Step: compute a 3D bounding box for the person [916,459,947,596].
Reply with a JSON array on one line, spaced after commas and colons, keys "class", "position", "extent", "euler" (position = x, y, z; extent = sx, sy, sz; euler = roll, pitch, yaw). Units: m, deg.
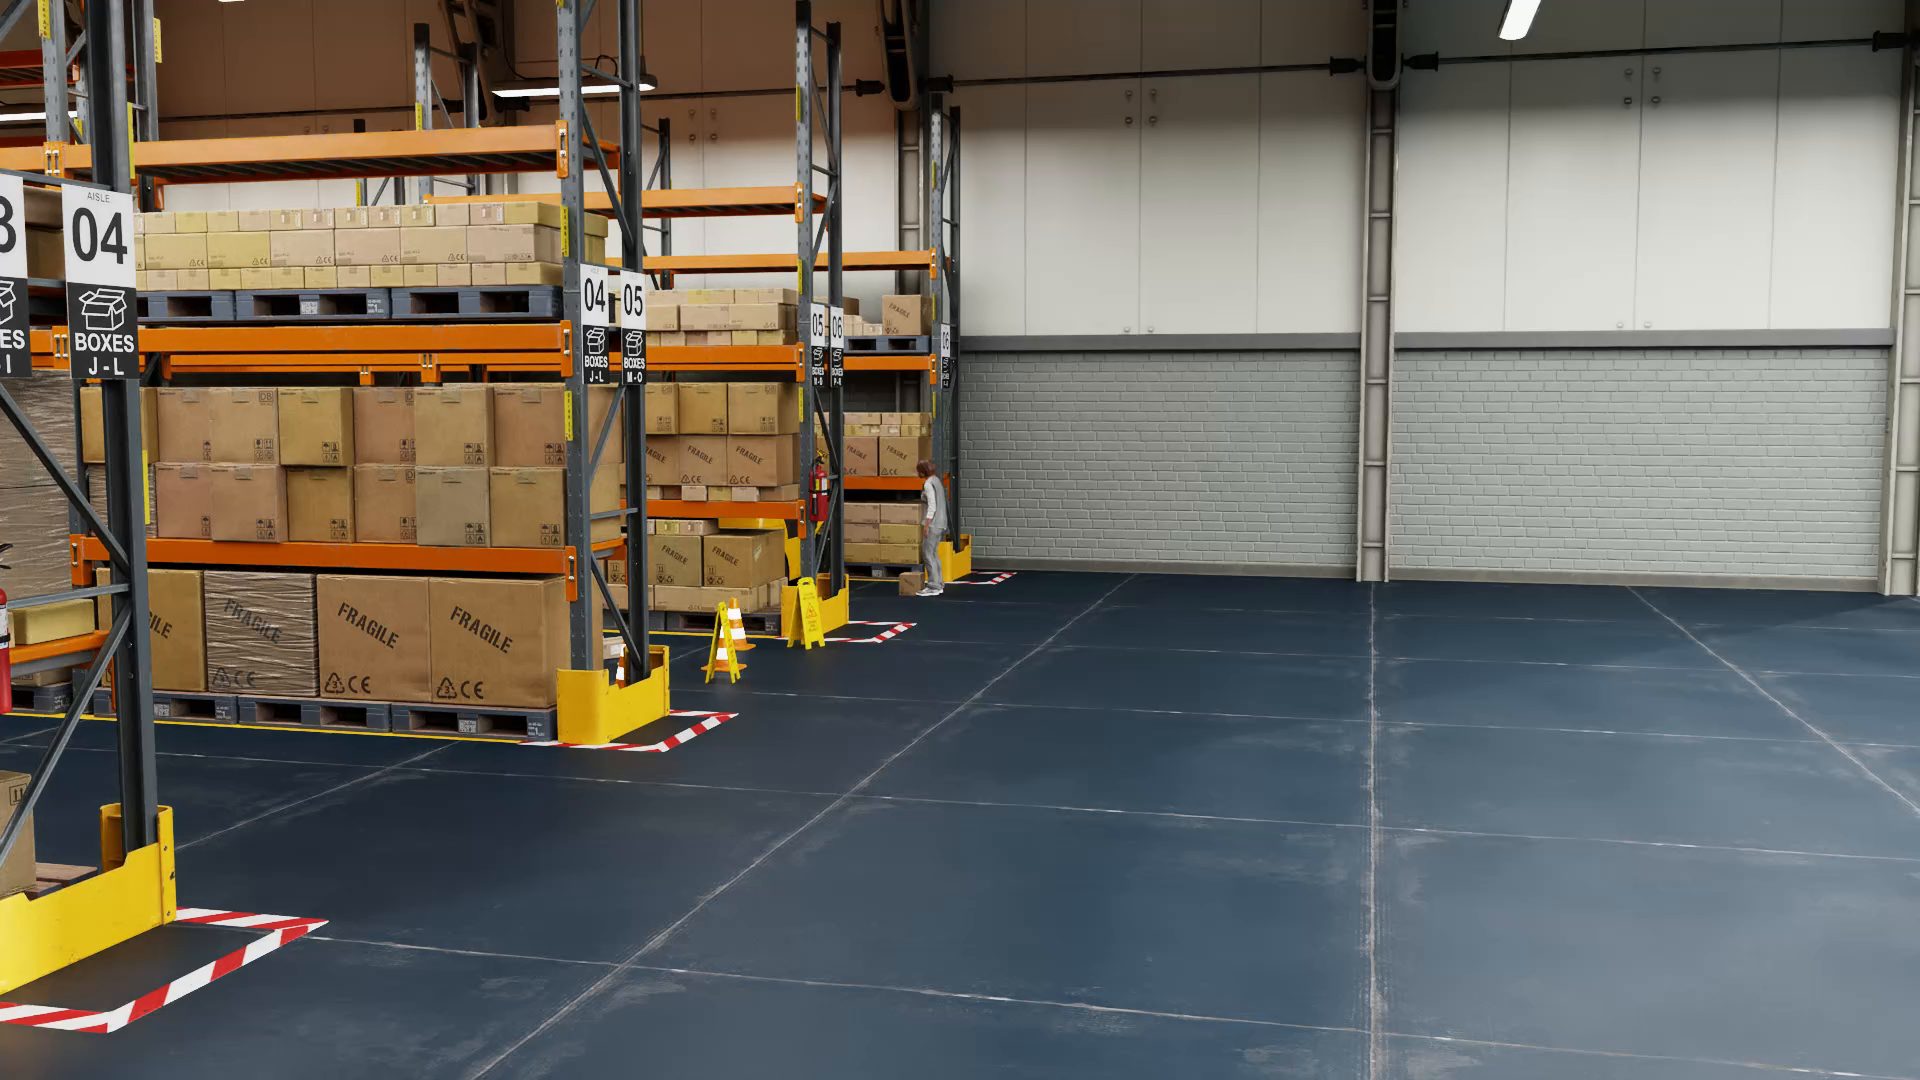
[{"class": "person", "position": [-0.328, -0.151, 19.334], "extent": [0.346, 1.592, 0.484], "euler": [1, 5, 10]}]
